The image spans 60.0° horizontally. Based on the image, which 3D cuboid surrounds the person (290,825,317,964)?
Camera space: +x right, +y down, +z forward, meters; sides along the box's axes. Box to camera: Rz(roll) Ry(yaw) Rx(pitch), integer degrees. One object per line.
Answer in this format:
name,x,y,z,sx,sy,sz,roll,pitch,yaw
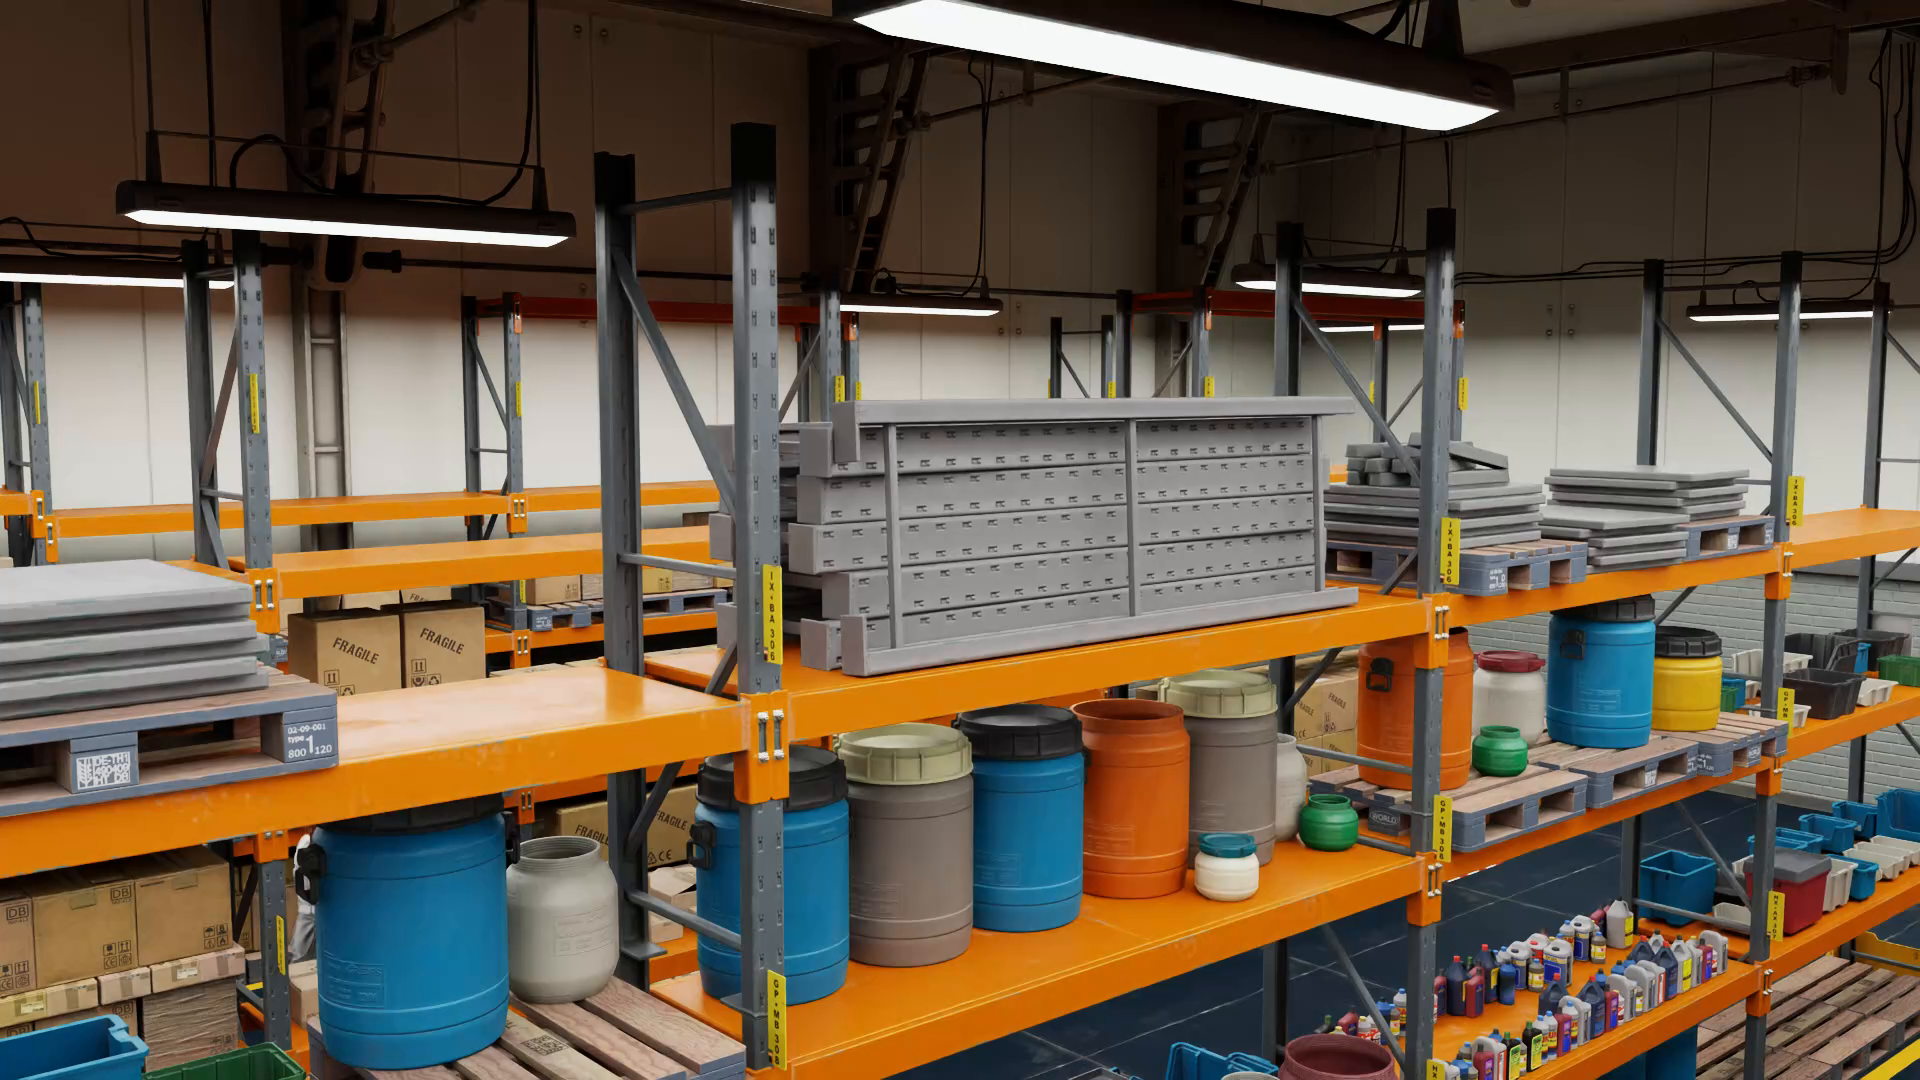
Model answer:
person,-5.145,3.008,13.483,0.649,1.774,0.836,1,6,15
